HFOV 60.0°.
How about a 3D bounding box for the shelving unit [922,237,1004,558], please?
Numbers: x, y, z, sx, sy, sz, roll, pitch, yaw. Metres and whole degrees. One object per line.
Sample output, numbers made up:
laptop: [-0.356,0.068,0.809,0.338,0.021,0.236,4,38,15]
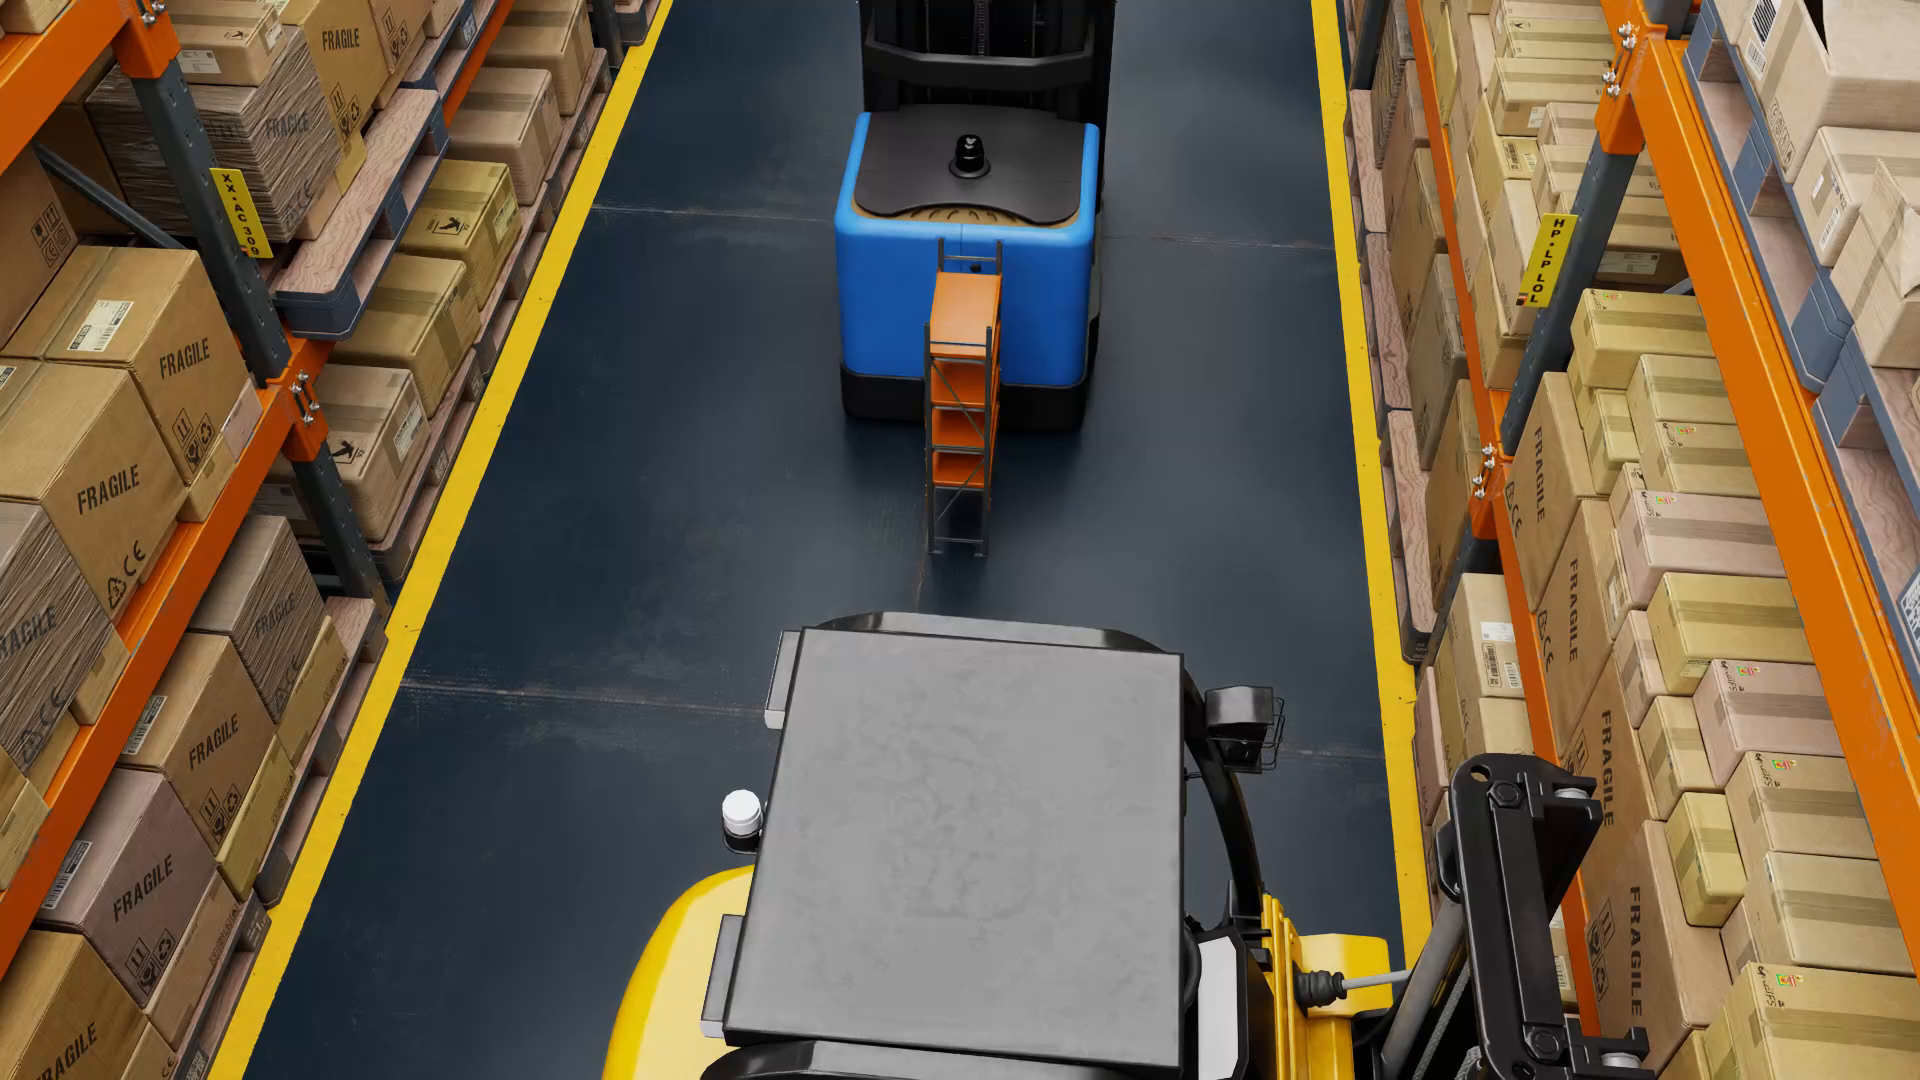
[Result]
shelving unit: [0.015,-0.527,6.444,0.258,1.200,0.503,4,48,4]

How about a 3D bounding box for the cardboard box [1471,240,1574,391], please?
cardboard box: [1.999,-0.737,5.519,0.500,0.250,0.500,5,48,4]

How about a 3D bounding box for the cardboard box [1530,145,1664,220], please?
cardboard box: [2.029,-1.109,5.250,0.380,0.149,0.250,3,48,3]

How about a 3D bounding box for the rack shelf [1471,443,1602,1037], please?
rack shelf: [2.031,1.313,4.030,1.077,0.370,4.000,4,48,4]

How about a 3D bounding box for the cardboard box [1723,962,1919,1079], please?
cardboard box: [1.688,0.964,3.152,0.380,0.149,0.250,5,48,4]

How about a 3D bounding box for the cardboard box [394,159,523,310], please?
cardboard box: [-2.561,-1.411,7.530,0.950,0.372,0.625,5,48,5]

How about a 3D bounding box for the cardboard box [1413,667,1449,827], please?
cardboard box: [1.840,0.720,5.664,0.500,0.250,0.500,4,48,4]

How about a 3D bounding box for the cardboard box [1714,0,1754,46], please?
cardboard box: [1.870,-1.194,3.620,0.380,0.149,0.250,5,48,4]

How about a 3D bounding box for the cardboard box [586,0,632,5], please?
cardboard box: [-2.220,-3.597,9.188,0.875,0.875,0.875,3,48,3]

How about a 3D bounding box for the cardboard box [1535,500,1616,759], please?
cardboard box: [1.882,0.259,4.439,0.500,0.500,0.500,5,48,4]

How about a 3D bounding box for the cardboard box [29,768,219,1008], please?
cardboard box: [-2.606,1.004,4.895,0.500,0.500,0.500,6,48,6]

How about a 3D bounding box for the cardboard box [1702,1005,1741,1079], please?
cardboard box: [1.694,1.069,3.258,0.380,0.149,0.250,4,48,4]

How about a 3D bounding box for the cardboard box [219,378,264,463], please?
cardboard box: [-2.456,-0.389,5.270,0.380,0.149,0.250,3,48,3]

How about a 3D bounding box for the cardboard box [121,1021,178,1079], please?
cardboard box: [-2.654,1.644,4.818,0.500,0.250,0.500,7,48,6]

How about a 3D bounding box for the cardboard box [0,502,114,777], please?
cardboard box: [-2.605,0.239,4.256,0.500,0.500,0.500,5,48,5]

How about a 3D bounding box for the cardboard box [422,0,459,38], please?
cardboard box: [-2.218,-2.129,6.576,0.380,0.149,0.250,6,48,5]

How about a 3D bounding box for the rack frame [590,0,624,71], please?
rack frame: [-2.365,-3.670,8.100,1.000,3.000,0.127,4,48,4]

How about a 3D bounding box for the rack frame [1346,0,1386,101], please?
rack frame: [2.578,-3.339,7.797,1.000,3.000,0.127,4,48,4]

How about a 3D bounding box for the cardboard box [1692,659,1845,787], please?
cardboard box: [1.851,0.413,3.656,0.380,0.149,0.250,4,48,3]

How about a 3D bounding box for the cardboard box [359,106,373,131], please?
cardboard box: [-2.384,-1.569,6.064,0.380,0.149,0.250,7,48,6]

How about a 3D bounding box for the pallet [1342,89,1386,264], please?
pallet: [2.464,-1.796,8.275,1.003,0.211,1.213,4,48,4]

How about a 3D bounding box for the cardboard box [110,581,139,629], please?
cardboard box: [-2.609,0.163,4.765,0.380,0.149,0.250,3,48,3]

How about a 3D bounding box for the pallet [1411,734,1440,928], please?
pallet: [2.099,1.123,5.606,1.003,0.211,1.213,4,48,4]

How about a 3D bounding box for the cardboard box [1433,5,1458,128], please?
cardboard box: [2.155,-1.850,6.537,0.500,0.250,0.500,5,48,5]

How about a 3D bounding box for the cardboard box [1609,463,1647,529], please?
cardboard box: [1.905,-0.052,4.284,0.380,0.149,0.250,4,48,3]

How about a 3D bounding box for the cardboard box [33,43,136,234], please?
cardboard box: [-2.916,-1.362,5.435,0.500,0.500,0.500,3,48,3]

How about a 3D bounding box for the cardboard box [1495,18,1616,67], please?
cardboard box: [2.082,-1.676,5.769,0.380,0.149,0.250,3,48,3]

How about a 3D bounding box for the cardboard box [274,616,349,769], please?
cardboard box: [-2.516,0.508,5.857,0.500,0.250,0.500,6,48,5]

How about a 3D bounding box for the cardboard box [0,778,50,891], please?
cardboard box: [-2.585,0.735,4.241,0.380,0.149,0.250,4,48,4]

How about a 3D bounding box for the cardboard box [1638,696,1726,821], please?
cardboard box: [1.777,0.503,3.776,0.380,0.149,0.250,2,48,2]

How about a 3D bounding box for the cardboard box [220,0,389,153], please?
cardboard box: [-2.356,-1.700,5.744,0.500,0.500,0.500,4,48,4]

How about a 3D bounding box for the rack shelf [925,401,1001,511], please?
rack shelf: [0.015,-0.347,6.641,0.258,0.148,0.480,4,48,4]

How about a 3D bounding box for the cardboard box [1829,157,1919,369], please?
cardboard box: [1.776,-0.472,2.881,0.396,0.266,0.258,3,48,3]

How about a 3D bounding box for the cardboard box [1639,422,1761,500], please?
cardboard box: [1.941,-0.152,4.174,0.380,0.149,0.250,3,48,3]

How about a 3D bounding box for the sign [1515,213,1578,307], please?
sign: [1.672,-0.793,4.738,0.100,0.325,0.005,4,48,4]

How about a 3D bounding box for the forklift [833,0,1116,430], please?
forklift: [0.138,-2.552,7.124,1.130,2.935,3.031,4,48,3]

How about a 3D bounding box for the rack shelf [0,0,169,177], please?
rack shelf: [-2.912,-0.031,3.226,1.077,0.370,4.000,4,48,4]

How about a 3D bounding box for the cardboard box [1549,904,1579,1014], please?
cardboard box: [1.766,1.125,4.616,0.500,0.250,0.500,5,48,5]

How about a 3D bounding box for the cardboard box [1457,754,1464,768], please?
cardboard box: [1.818,0.923,5.139,0.500,0.250,0.500,4,48,3]

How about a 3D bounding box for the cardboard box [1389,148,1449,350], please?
cardboard box: [2.395,-1.247,7.208,0.875,0.625,0.625,2,48,2]

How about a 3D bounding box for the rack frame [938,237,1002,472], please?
rack frame: [0.037,-0.706,6.608,0.240,1.200,0.015,4,48,4]

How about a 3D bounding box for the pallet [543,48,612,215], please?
pallet: [-2.438,-2.155,8.604,1.003,0.211,1.213,4,48,4]

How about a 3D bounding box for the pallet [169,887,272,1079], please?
pallet: [-2.864,1.605,5.165,1.003,0.211,1.213,4,48,4]

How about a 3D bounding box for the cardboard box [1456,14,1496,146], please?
cardboard box: [2.096,-1.650,6.015,0.500,0.250,0.500,5,48,4]

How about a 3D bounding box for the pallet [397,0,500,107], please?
pallet: [-2.505,-2.148,6.838,1.003,0.211,1.213,4,48,4]

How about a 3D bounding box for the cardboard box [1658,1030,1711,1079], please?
cardboard box: [1.735,1.369,3.423,0.500,0.500,0.500,3,48,3]

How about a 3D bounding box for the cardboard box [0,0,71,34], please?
cardboard box: [-2.454,-1.406,4.166,0.380,0.149,0.250,4,48,4]
